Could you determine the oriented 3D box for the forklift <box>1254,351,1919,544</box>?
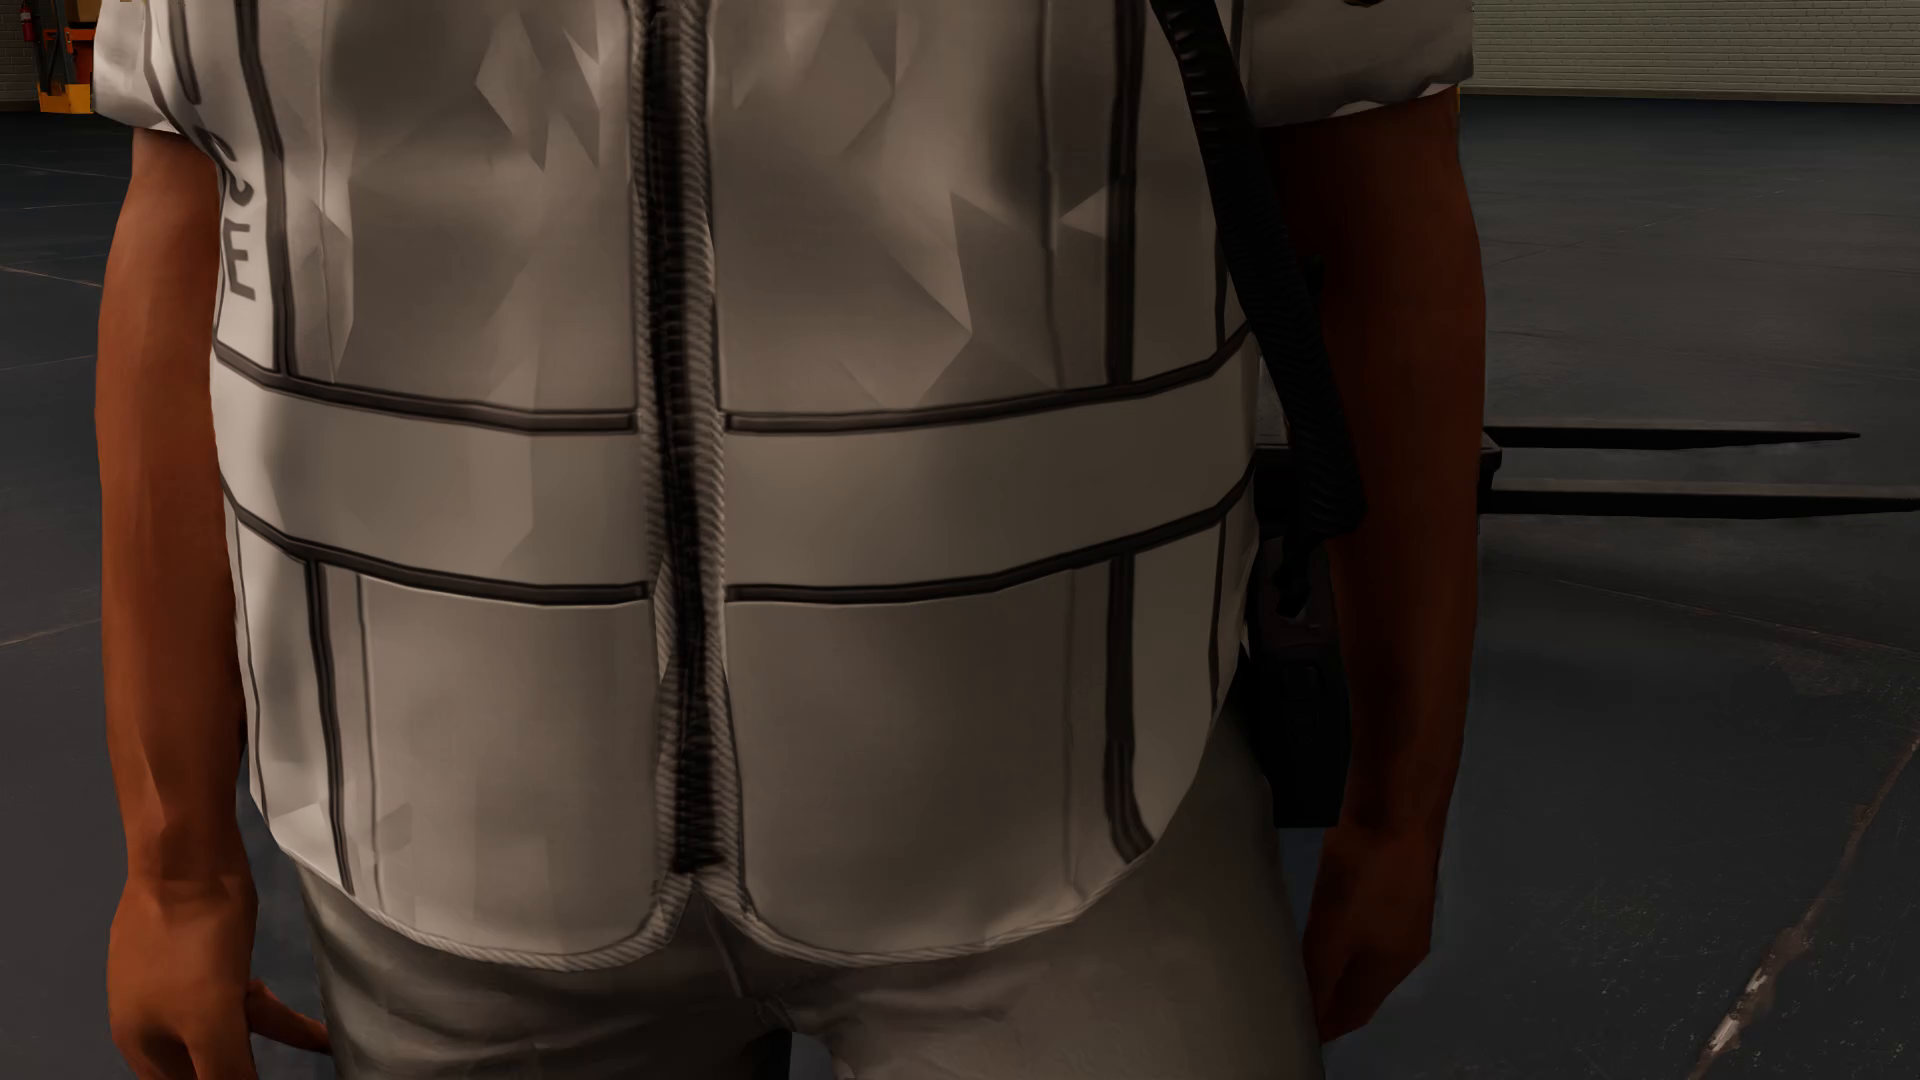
[{"bbox_3d":[0.644,-1.402,3.513,3.031,2.935,1.130,1,17,5],"label":"forklift"}]
